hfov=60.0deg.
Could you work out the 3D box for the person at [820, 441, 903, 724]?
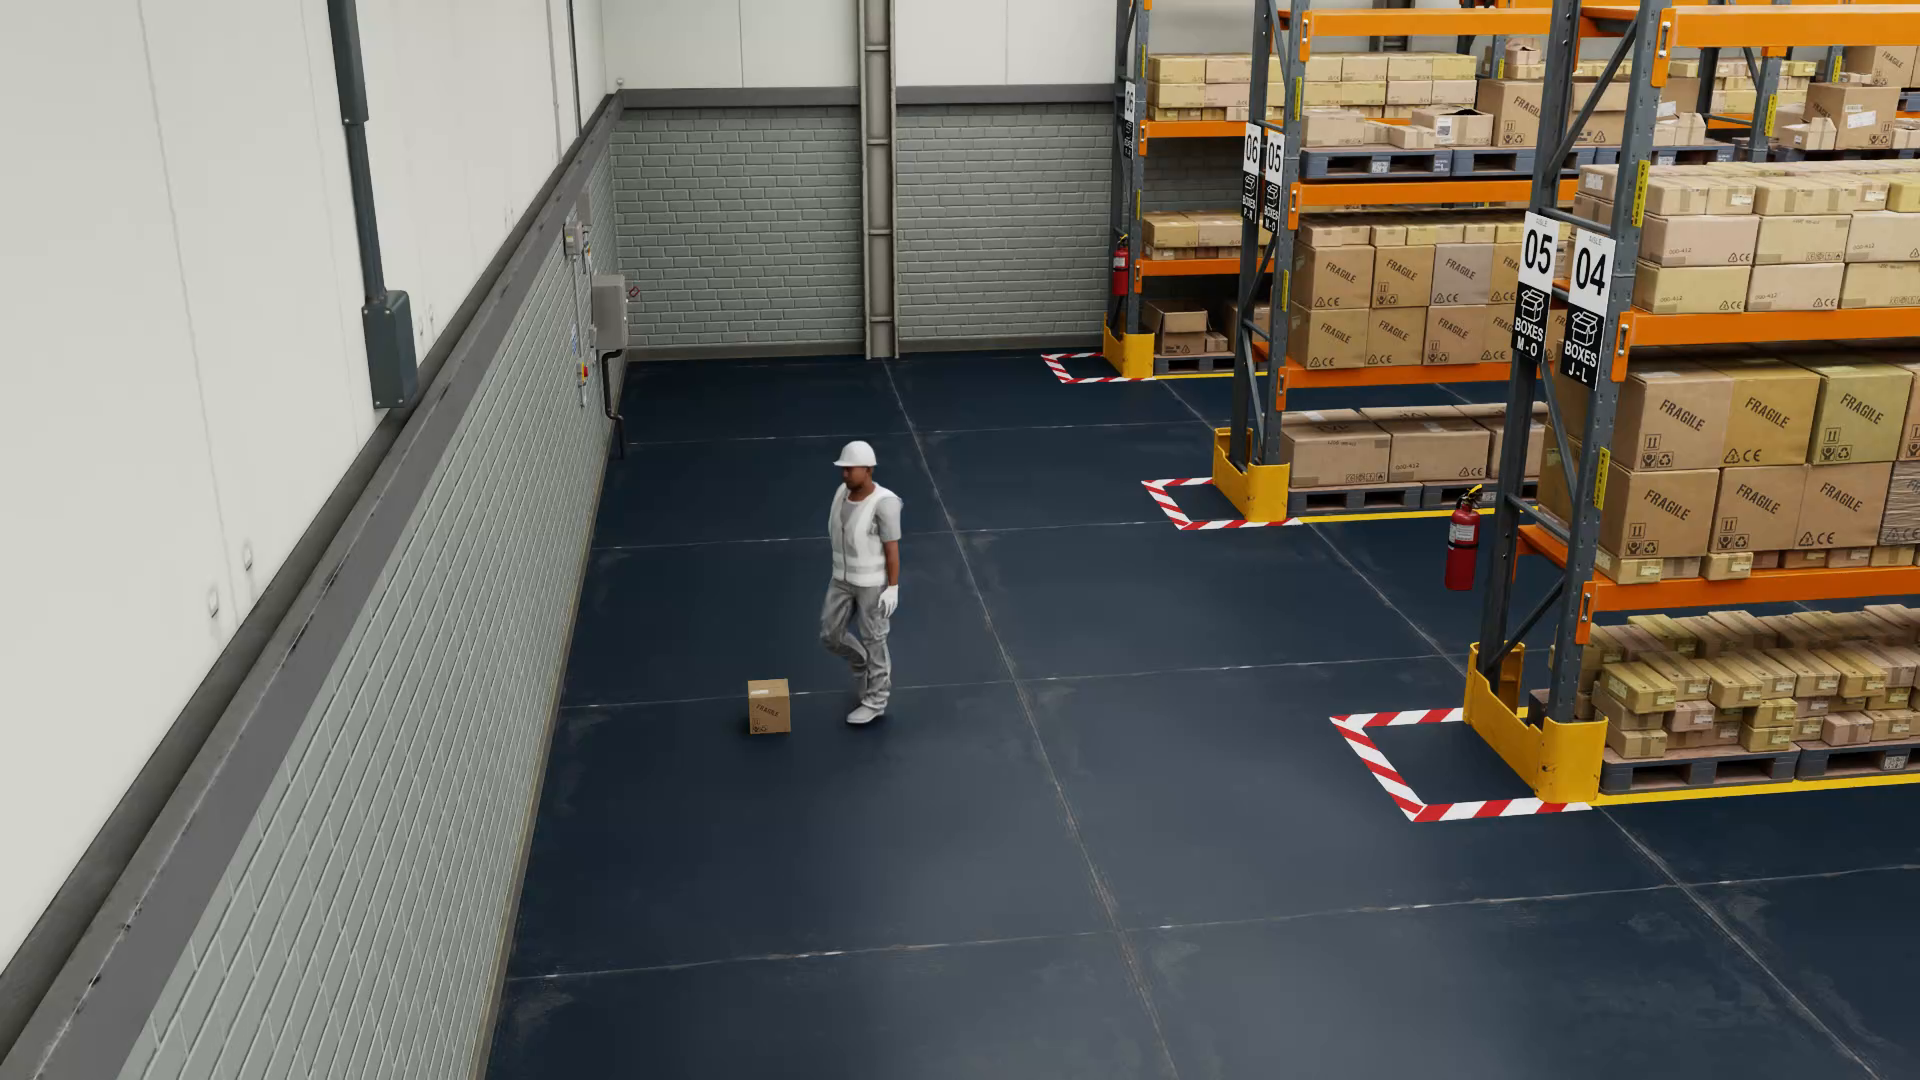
[{"bbox_3d":[-0.589,0.256,10.304,0.577,1.786,0.483,18,26,40],"label":"person"}]
